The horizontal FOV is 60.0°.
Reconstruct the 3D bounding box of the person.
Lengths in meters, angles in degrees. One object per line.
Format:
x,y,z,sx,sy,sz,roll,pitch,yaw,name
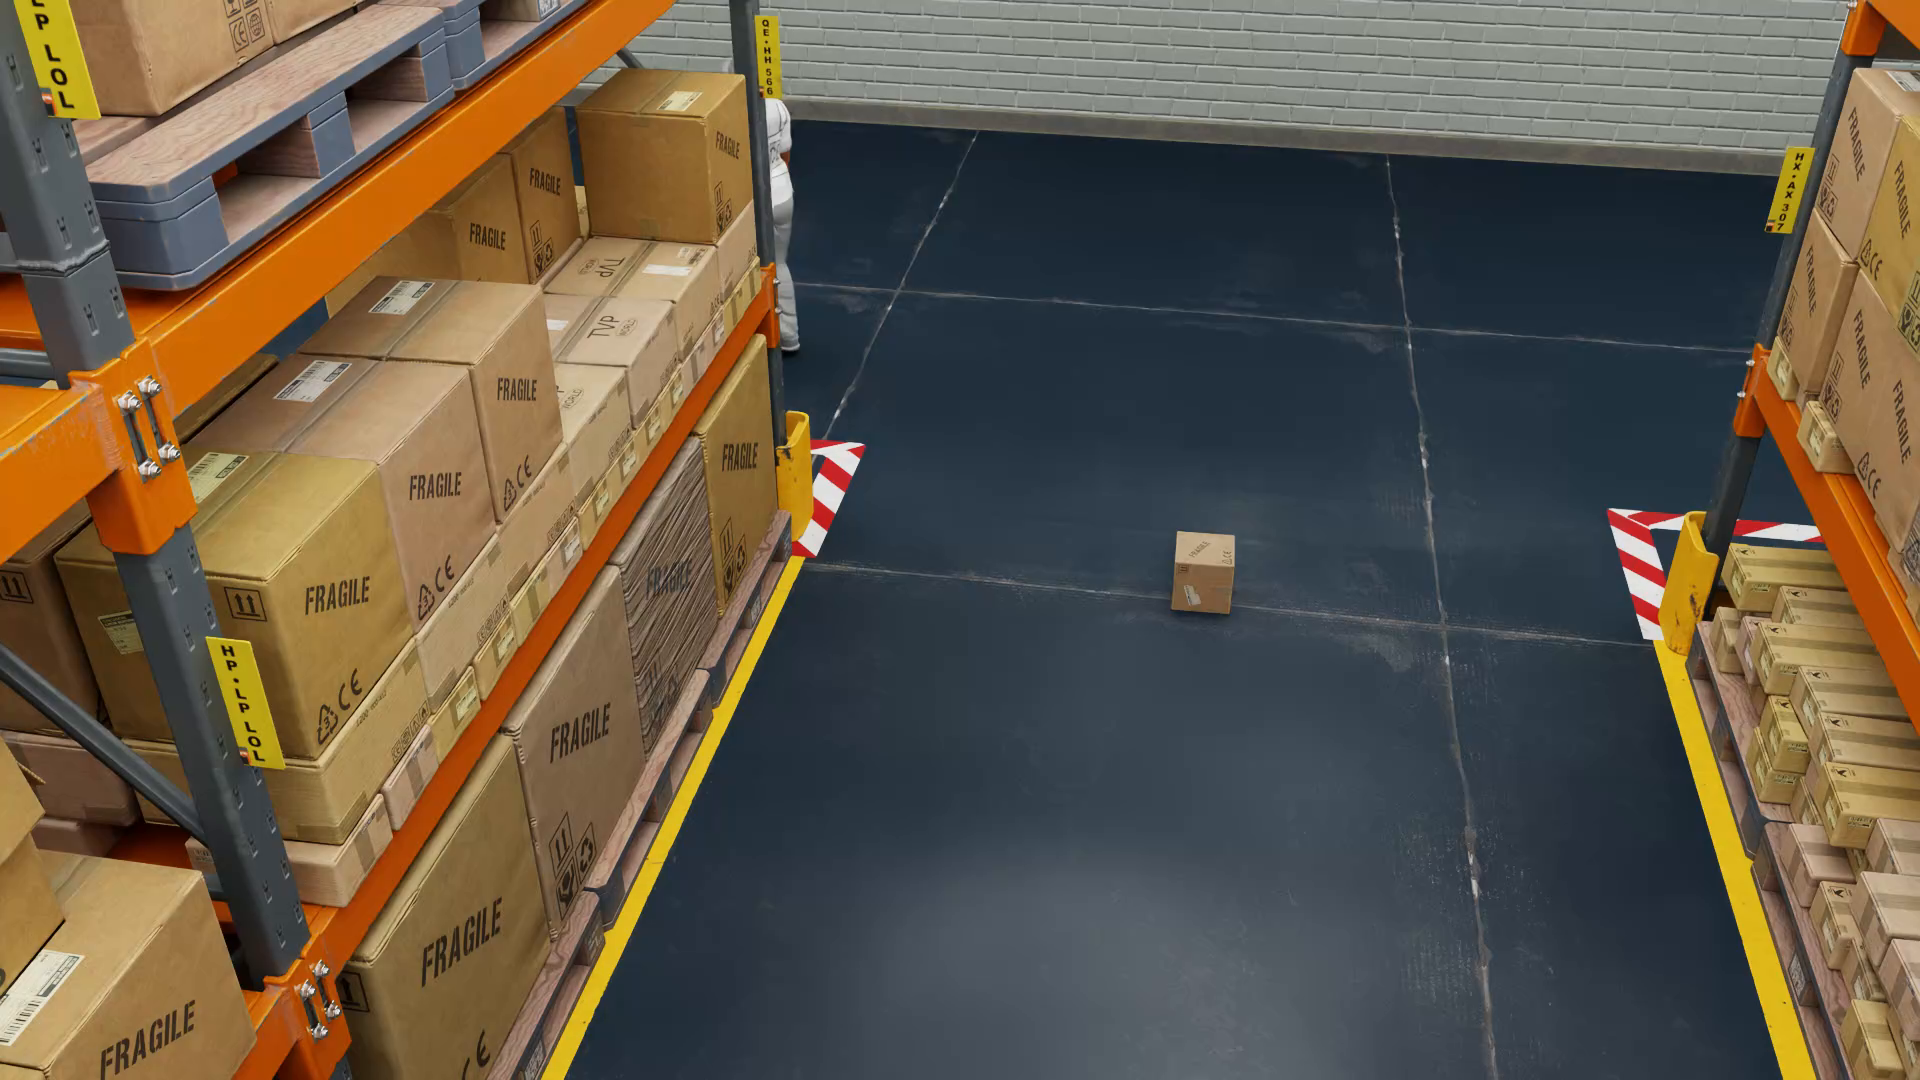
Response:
-1.126,-1.769,8.941,0.511,1.734,0.504,-26,41,-34,person
